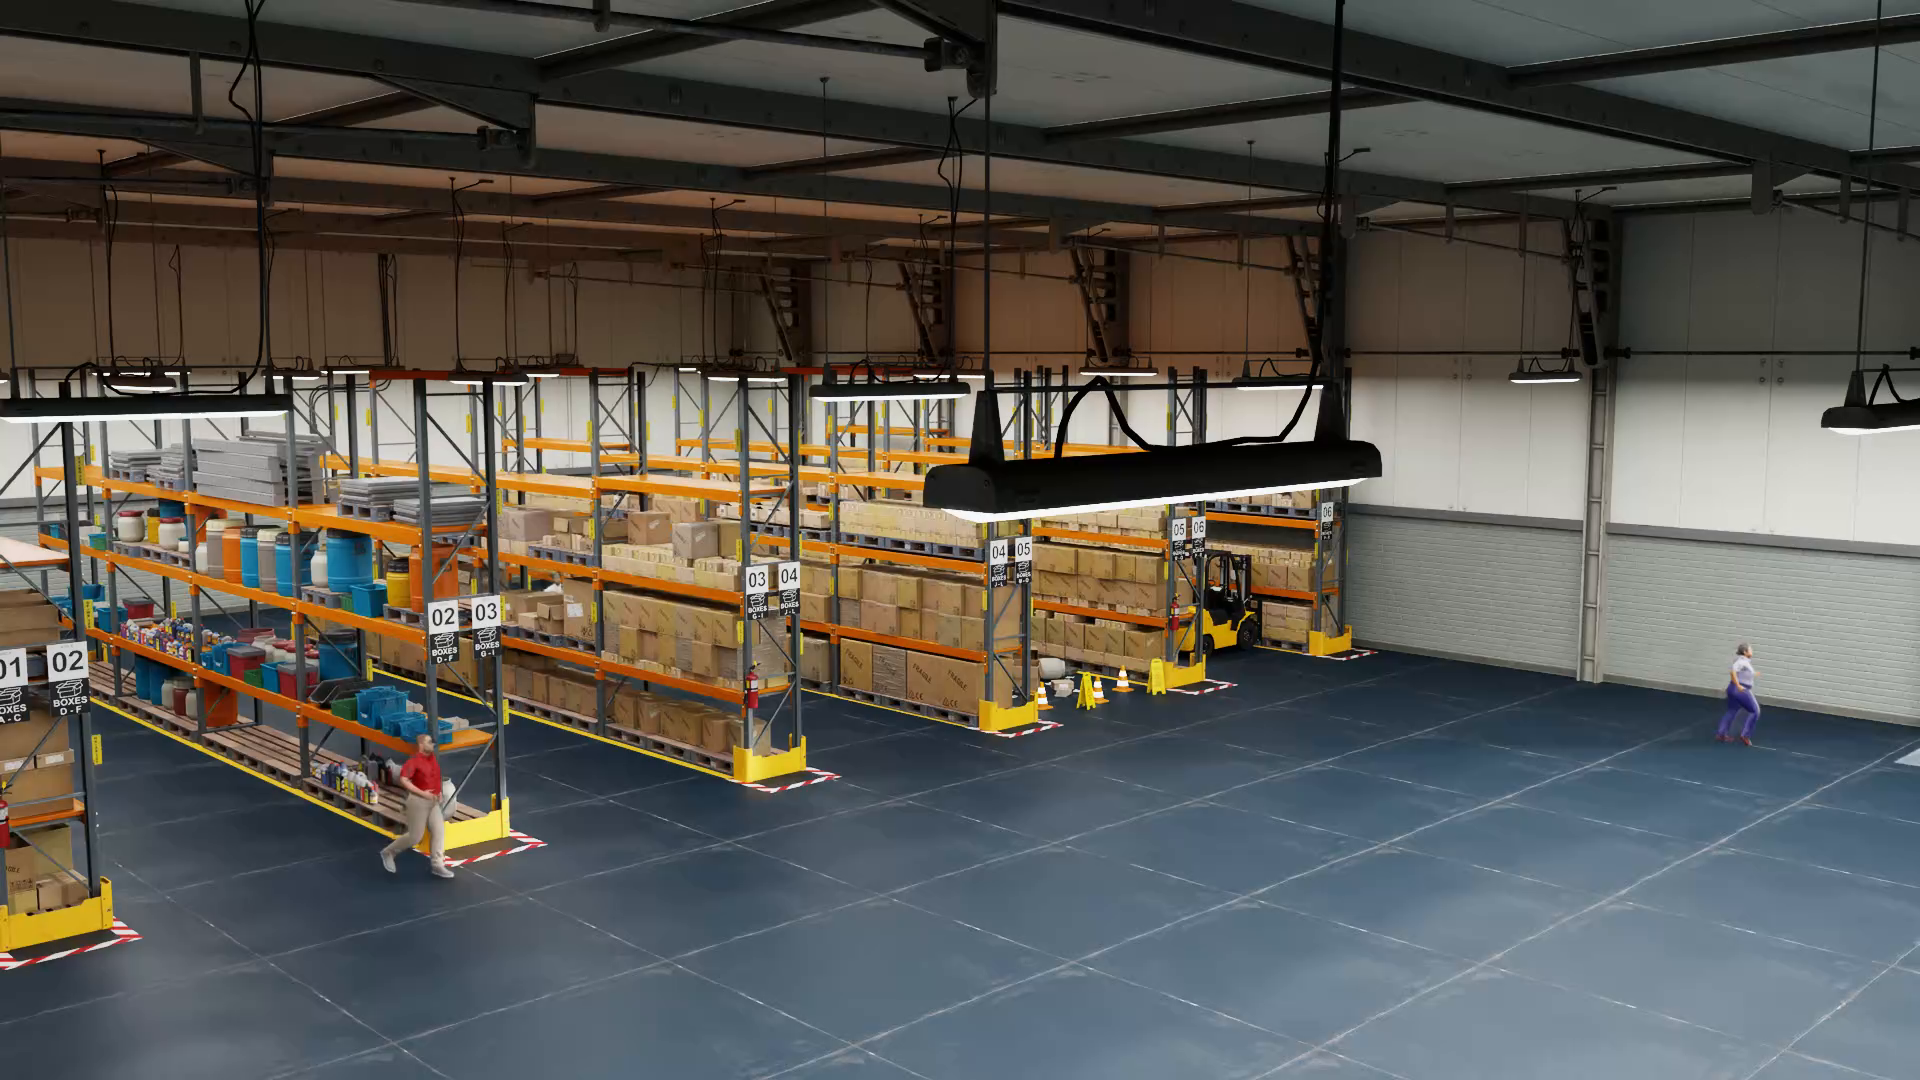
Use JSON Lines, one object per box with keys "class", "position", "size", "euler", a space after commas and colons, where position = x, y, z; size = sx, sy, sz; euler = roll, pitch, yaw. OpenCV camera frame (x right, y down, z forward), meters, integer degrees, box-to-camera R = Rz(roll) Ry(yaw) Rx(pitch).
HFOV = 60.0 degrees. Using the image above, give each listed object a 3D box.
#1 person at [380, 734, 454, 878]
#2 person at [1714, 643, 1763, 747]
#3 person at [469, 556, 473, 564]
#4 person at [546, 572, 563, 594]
{"class": "person", "position": [-6.505, 3.208, 20.234], "size": [0.948, 1.688, 0.728], "euler": [2, 7, 17]}
{"class": "person", "position": [12.621, 2.509, 26.888], "size": [0.705, 1.707, 0.572], "euler": [1, 6, 5]}
{"class": "person", "position": [-11.632, 1.050, 39.775], "size": [0.539, 1.611, 0.806], "euler": [5, 8, 37]}
{"class": "person", "position": [-8.533, 1.511, 35.257], "size": [0.624, 1.714, 0.923], "euler": [-6, 9, -42]}
